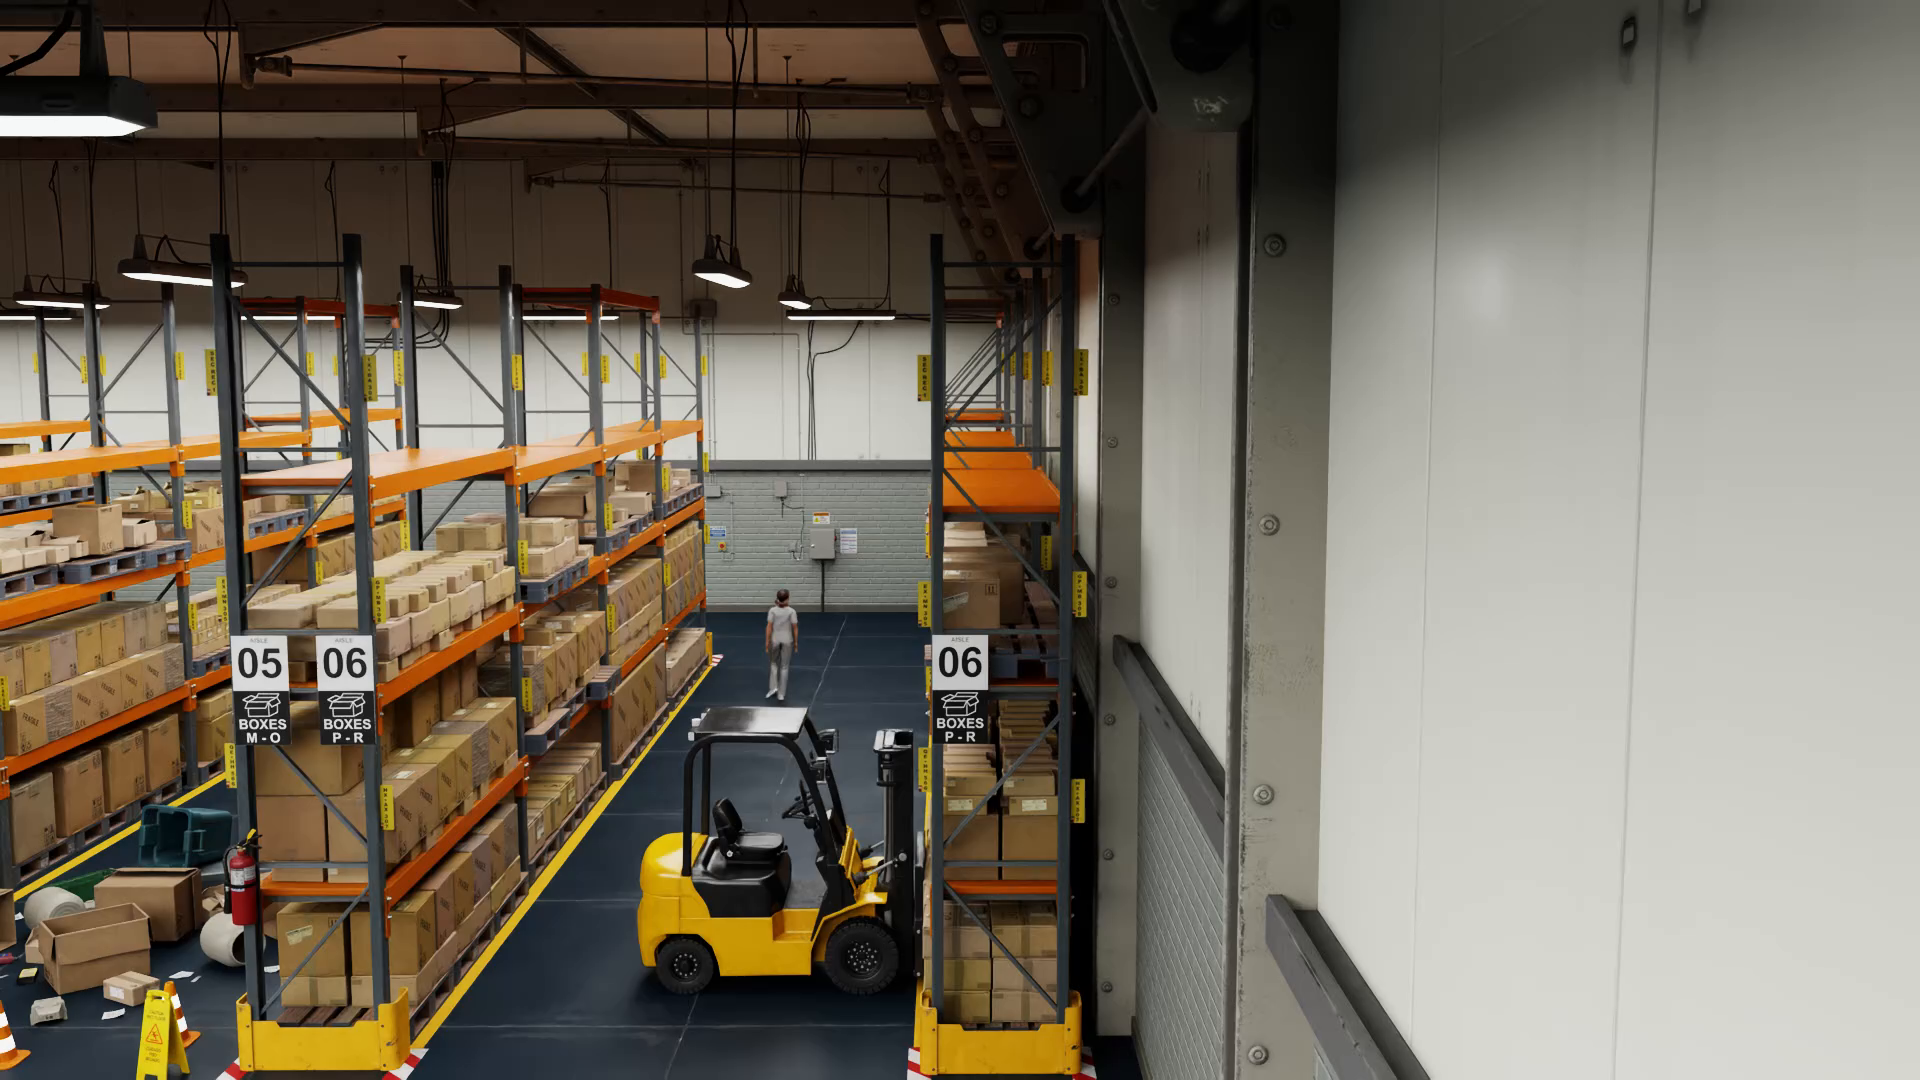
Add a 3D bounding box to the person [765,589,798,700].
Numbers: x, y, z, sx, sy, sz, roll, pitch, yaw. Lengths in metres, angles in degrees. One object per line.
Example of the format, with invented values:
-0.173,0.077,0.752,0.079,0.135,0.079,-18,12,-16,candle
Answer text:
-2.687,1.581,25.055,0.514,1.711,0.412,0,6,0,person
